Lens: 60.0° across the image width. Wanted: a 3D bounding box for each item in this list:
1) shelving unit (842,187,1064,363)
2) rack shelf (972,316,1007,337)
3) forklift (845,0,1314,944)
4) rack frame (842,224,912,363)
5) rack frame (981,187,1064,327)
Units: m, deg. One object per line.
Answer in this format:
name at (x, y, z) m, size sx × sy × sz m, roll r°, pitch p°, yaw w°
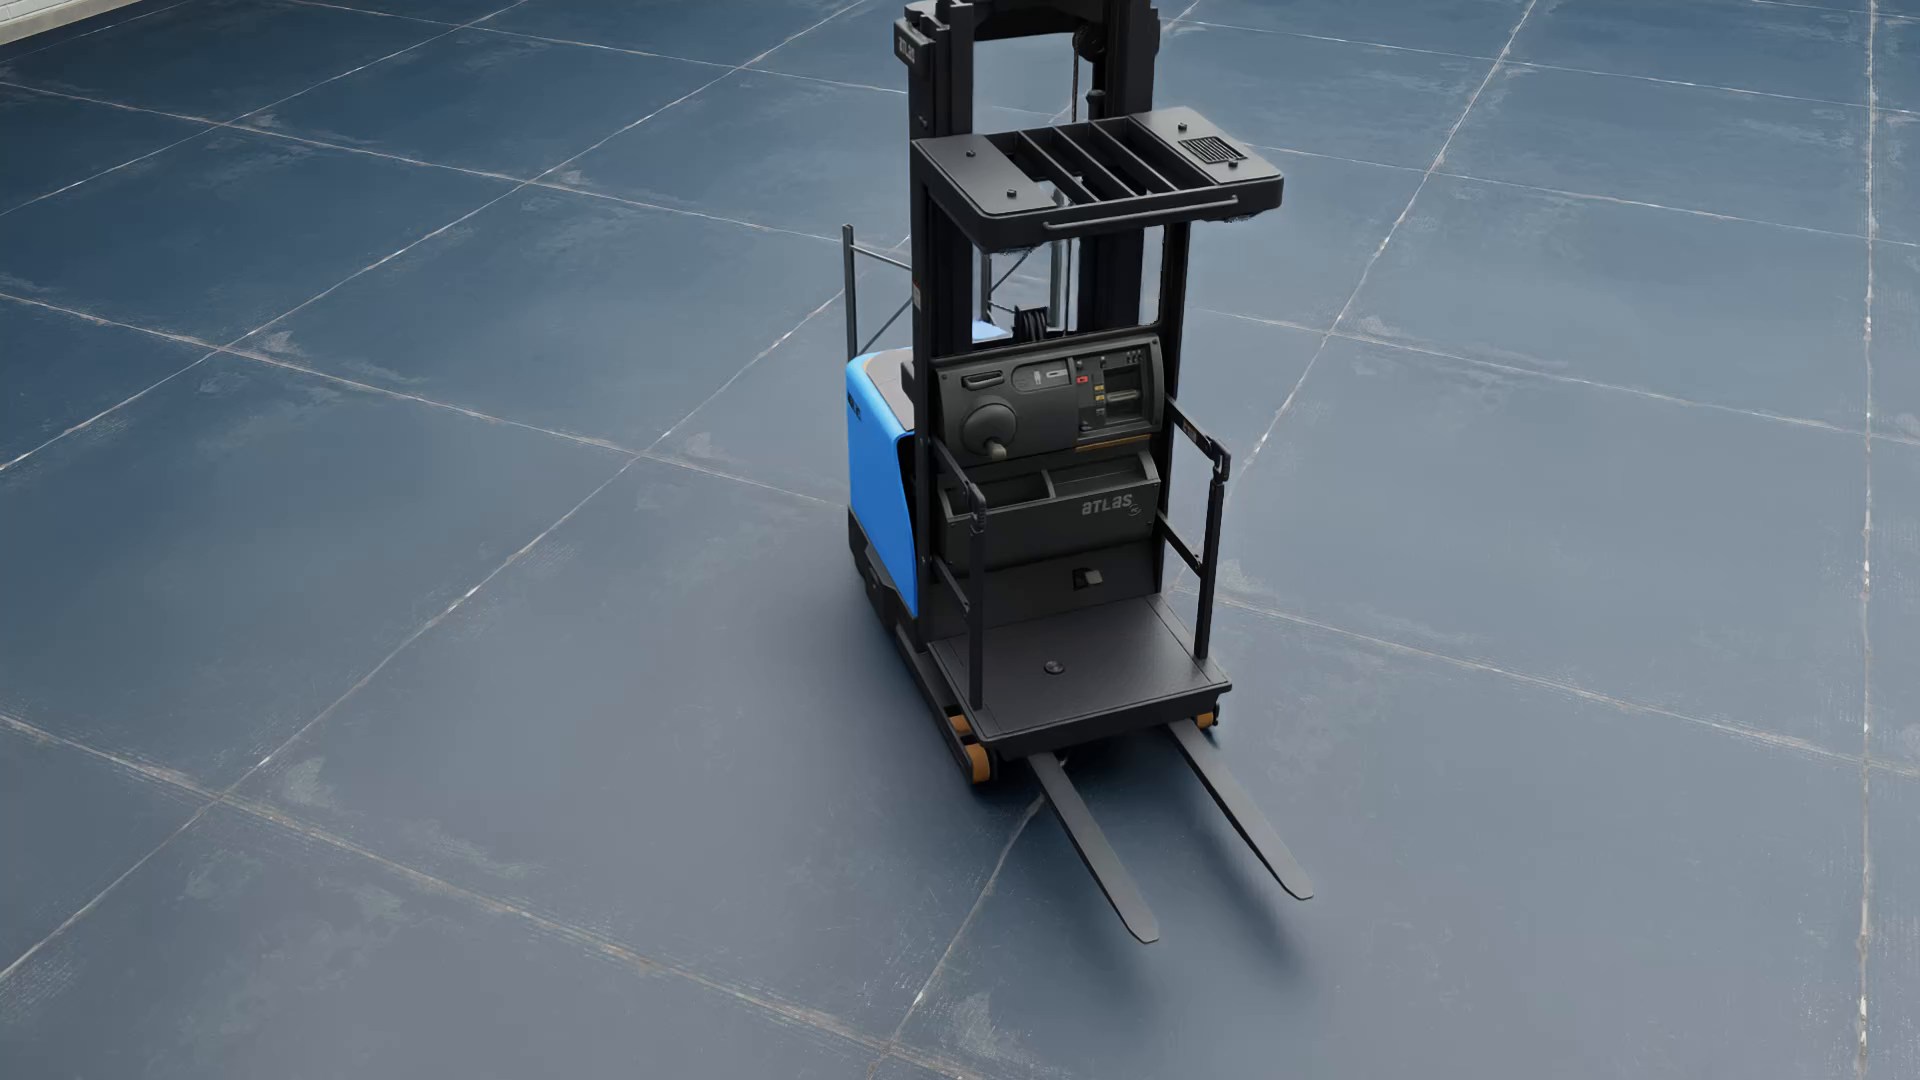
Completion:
shelving unit at (-0.019, -0.968, 8.359) m, size 0.538 × 1.500 × 1.048 m, roll 25°, pitch 41°, yaw 33°
rack shelf at (-0.019, -0.818, 8.458) m, size 0.538 × 0.185 × 1.000 m, roll 25°, pitch 41°, yaw 33°
forklift at (0.437, -0.493, 6.329) m, size 1.130 × 2.935 × 3.031 m, roll -11°, pitch 35°, yaw -16°
rack frame at (-0.350, -0.756, 8.036) m, size 0.500 × 1.500 × 0.032 m, roll 25°, pitch 41°, yaw 33°
rack frame at (0.311, -1.180, 8.682) m, size 0.500 × 1.500 × 0.032 m, roll 25°, pitch 41°, yaw 33°
